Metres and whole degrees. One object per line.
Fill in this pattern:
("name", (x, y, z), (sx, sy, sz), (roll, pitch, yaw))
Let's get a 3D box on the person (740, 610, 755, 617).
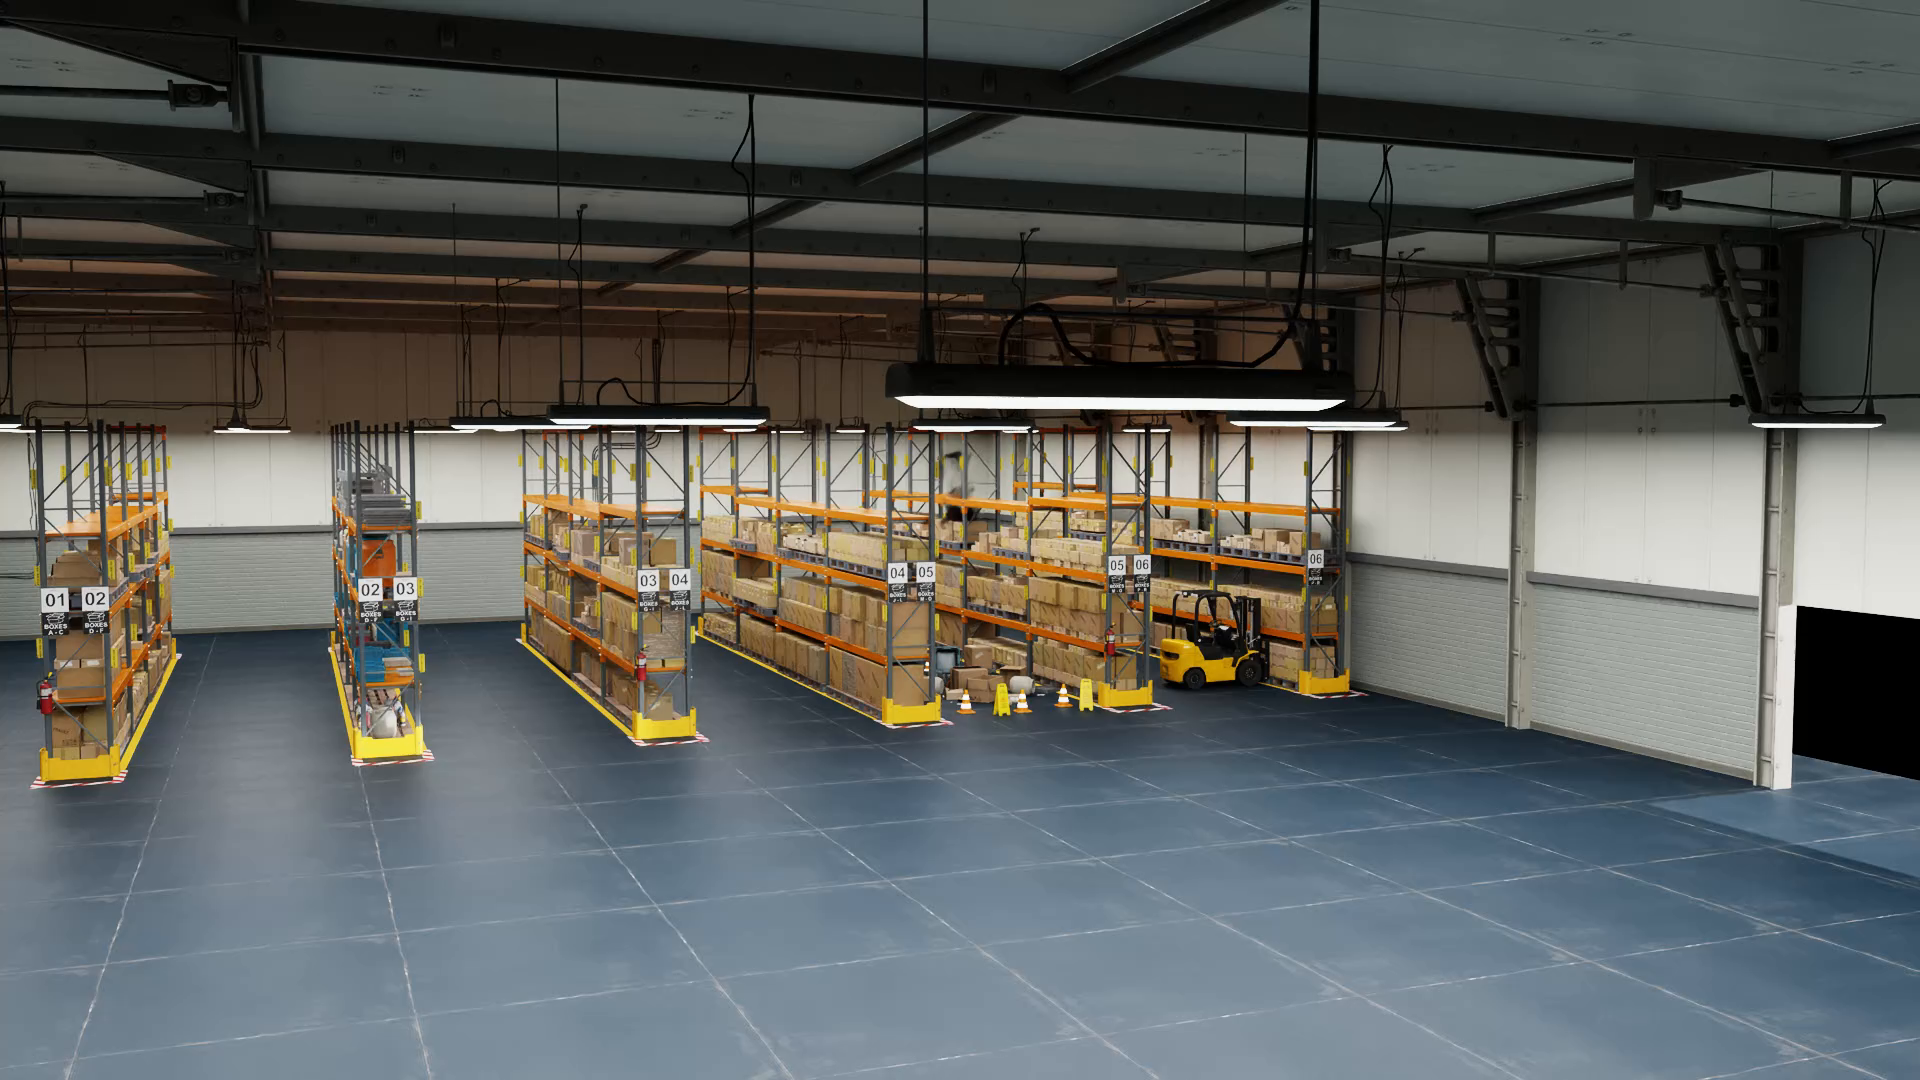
("person", (-6.354, 2.137, 49.263), (0.833, 1.093, 0.418), (1, 4, 12))
